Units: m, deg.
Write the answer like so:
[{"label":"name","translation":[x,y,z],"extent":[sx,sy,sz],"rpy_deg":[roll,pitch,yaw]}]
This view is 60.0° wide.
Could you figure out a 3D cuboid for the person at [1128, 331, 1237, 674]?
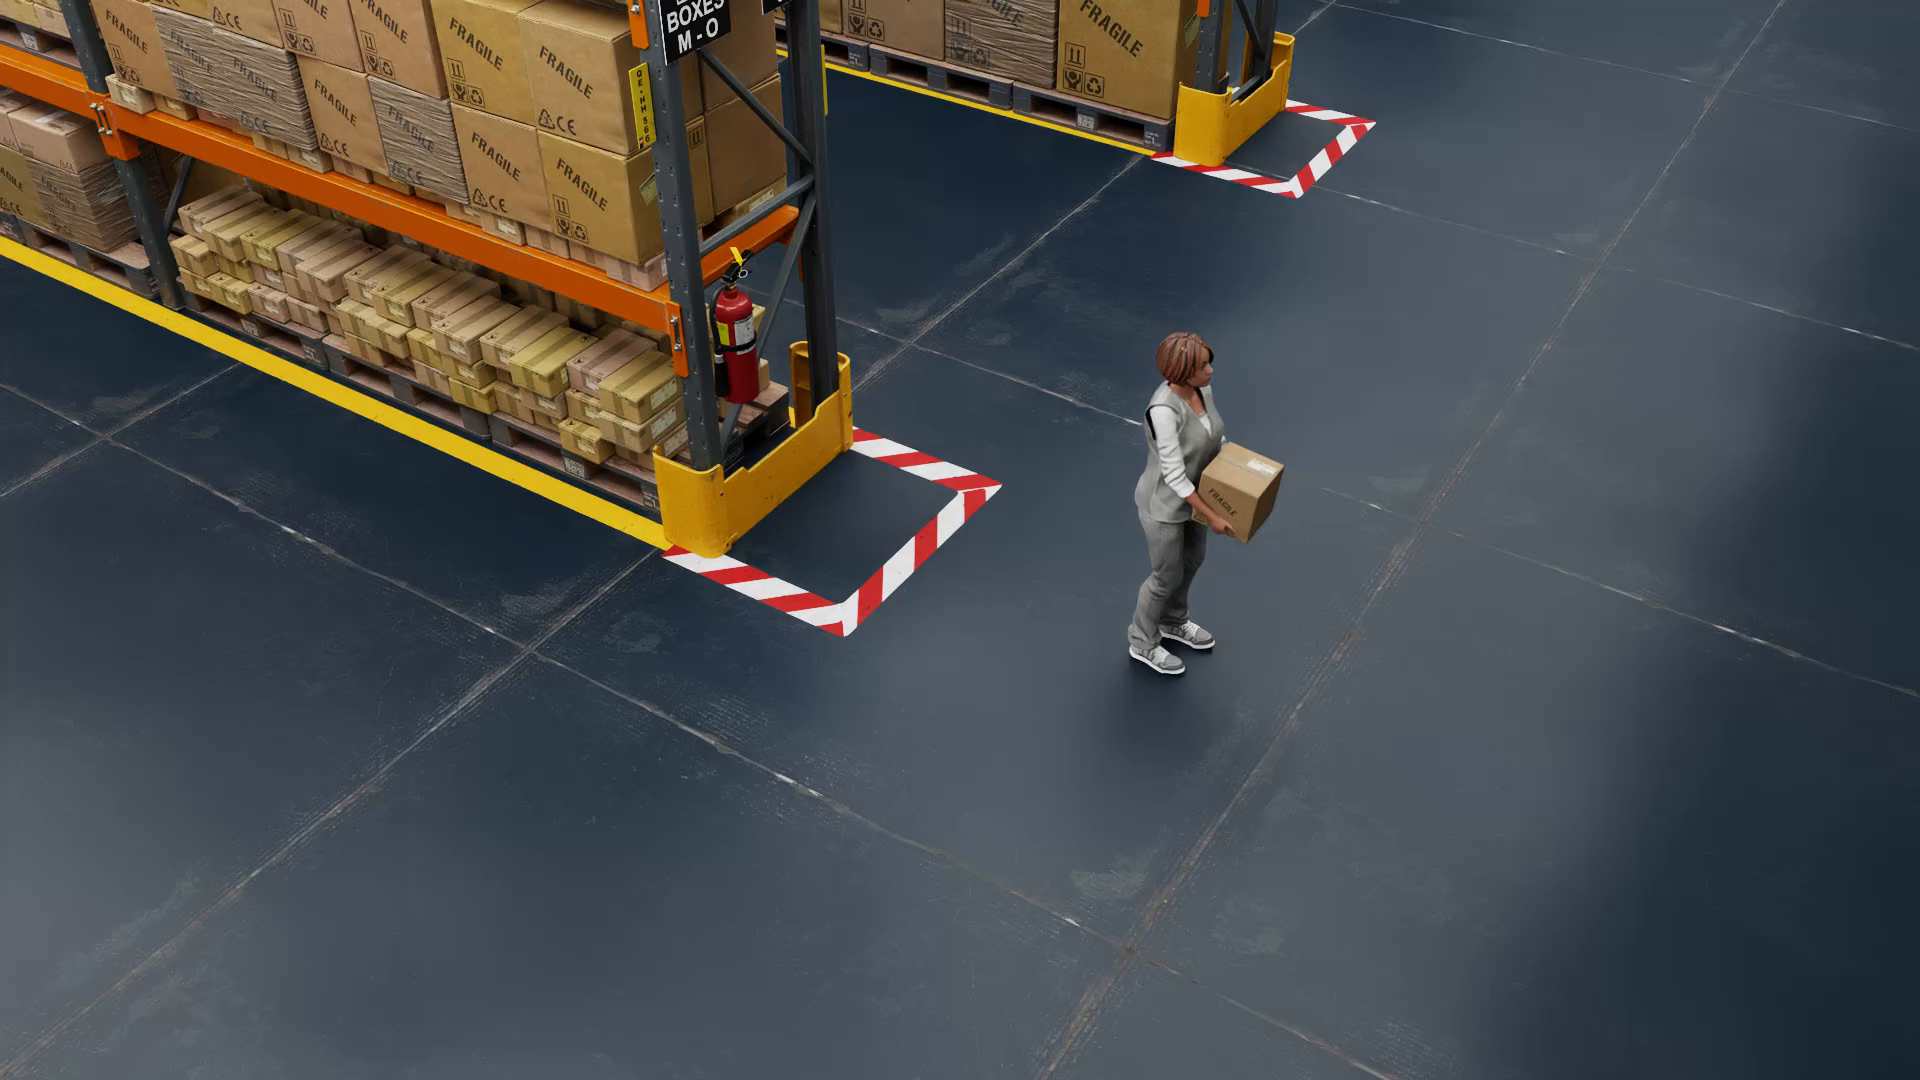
[{"label":"person","translation":[0.966,-0.130,6.844],"extent":[0.489,1.596,0.425],"rpy_deg":[22,44,25]}]
